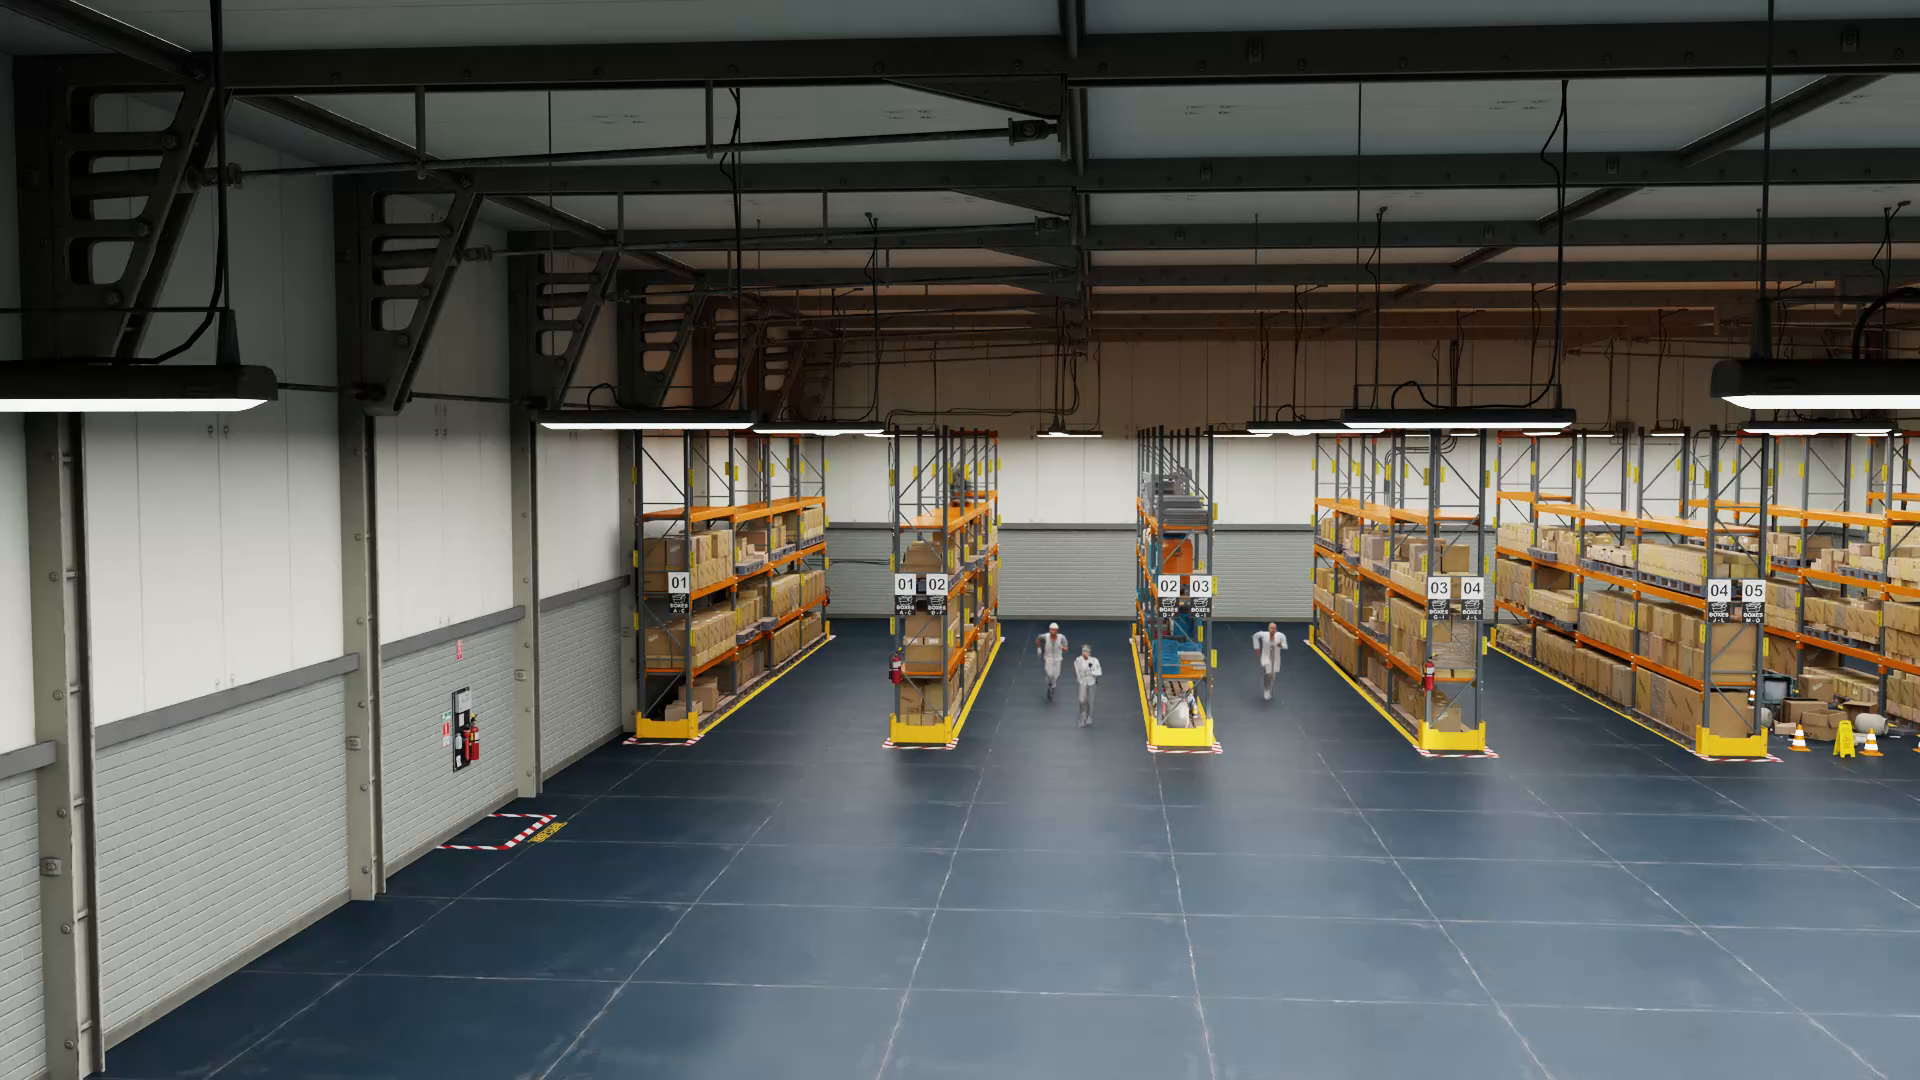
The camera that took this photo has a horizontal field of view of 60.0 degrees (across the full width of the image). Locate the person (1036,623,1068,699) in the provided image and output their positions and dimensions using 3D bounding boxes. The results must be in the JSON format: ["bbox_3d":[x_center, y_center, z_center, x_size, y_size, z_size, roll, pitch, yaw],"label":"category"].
[{"bbox_3d":[2.025,2.651,36.440,0.642,1.700,0.887,0,3,-7],"label":"person"}]

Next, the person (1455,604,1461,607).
[{"bbox_3d":[13.500,2.232,44.645,0.591,1.645,0.663,0,3,7],"label":"person"}]

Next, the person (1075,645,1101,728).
[{"bbox_3d":[2.535,2.902,33.073,0.581,1.682,0.798,1,4,12],"label":"person"}]

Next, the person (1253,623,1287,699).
[{"bbox_3d":[6.818,2.649,36.550,0.690,1.707,0.961,0,3,-2],"label":"person"}]
